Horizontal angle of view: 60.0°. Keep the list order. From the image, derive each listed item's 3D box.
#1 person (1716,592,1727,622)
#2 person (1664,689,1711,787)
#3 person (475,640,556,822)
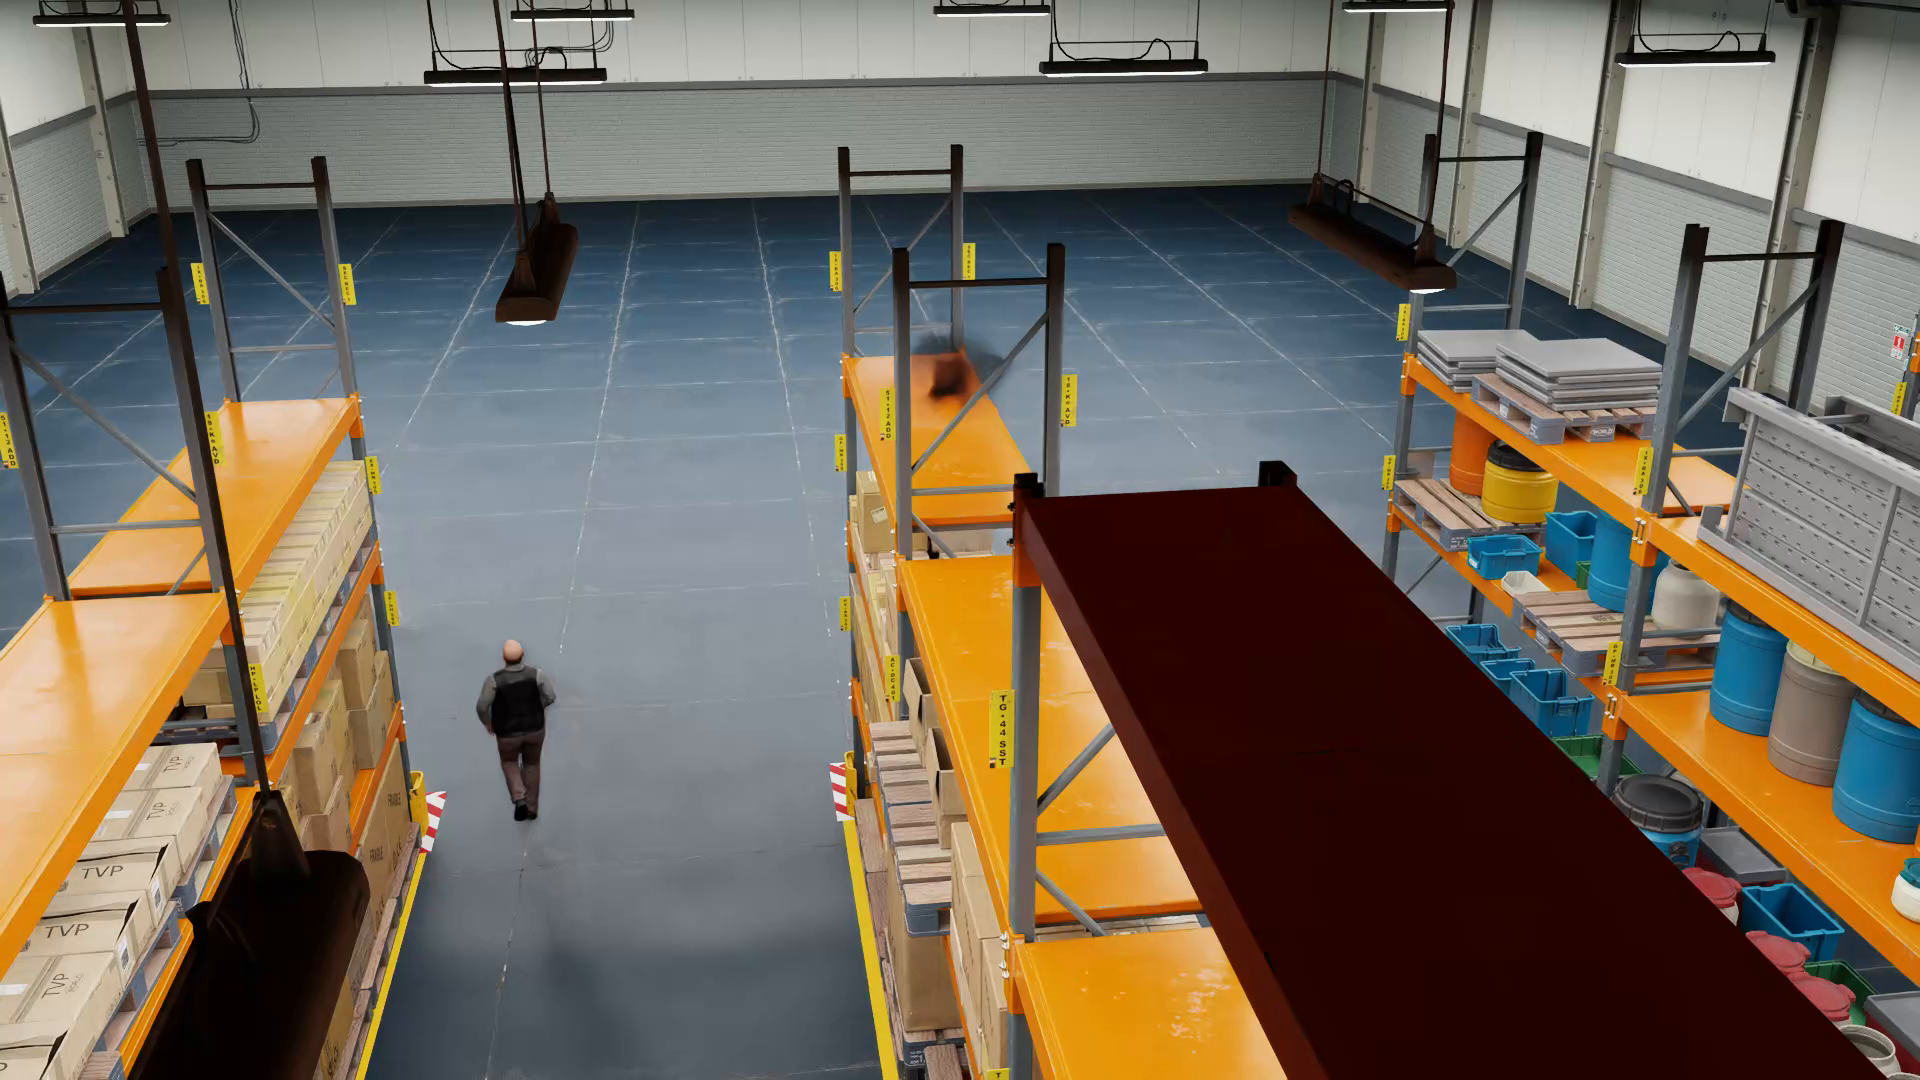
[{"bbox_3d":[8.351,0.446,18.264,0.634,1.675,0.650,9,23,22],"label":"person"},{"bbox_3d":[6.365,1.935,14.388,0.663,1.748,0.780,-7,23,-16],"label":"person"},{"bbox_3d":[-3.835,1.640,14.423,0.687,1.690,0.551,-9,23,-22],"label":"person"}]
